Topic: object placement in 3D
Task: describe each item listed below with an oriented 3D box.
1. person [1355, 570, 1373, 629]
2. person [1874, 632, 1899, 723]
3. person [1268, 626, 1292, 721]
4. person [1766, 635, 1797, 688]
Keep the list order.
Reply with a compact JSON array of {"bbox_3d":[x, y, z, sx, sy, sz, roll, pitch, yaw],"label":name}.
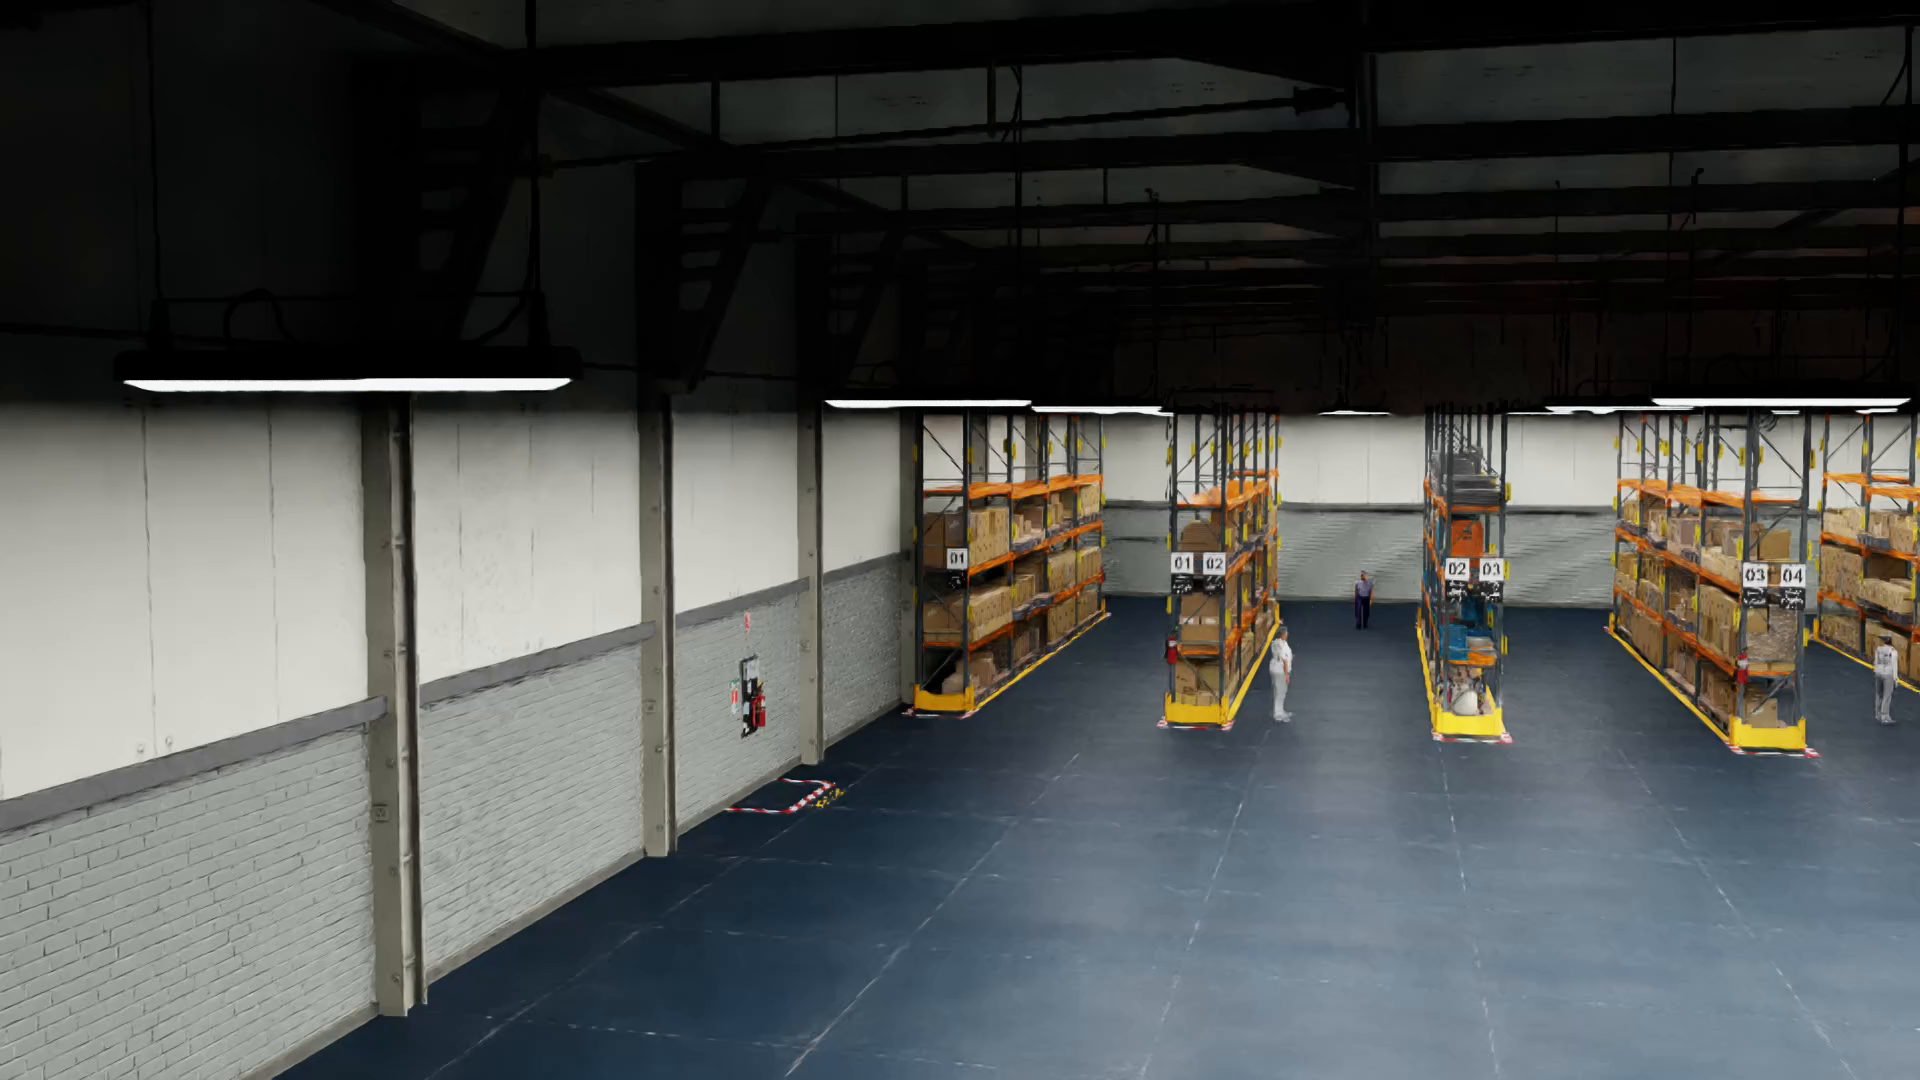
[{"bbox_3d":[10.954,1.605,45.076,0.478,1.554,1.093,1,4,12],"label":"person"},{"bbox_3d":[17.400,2.570,31.199,0.416,1.677,0.537,-1,4,-16],"label":"person"},{"bbox_3d":[6.107,2.507,31.449,0.492,1.767,0.626,-1,4,-12],"label":"person"},{"bbox_3d":[17.343,2.344,35.105,0.592,1.590,0.513,1,4,12],"label":"person"}]
